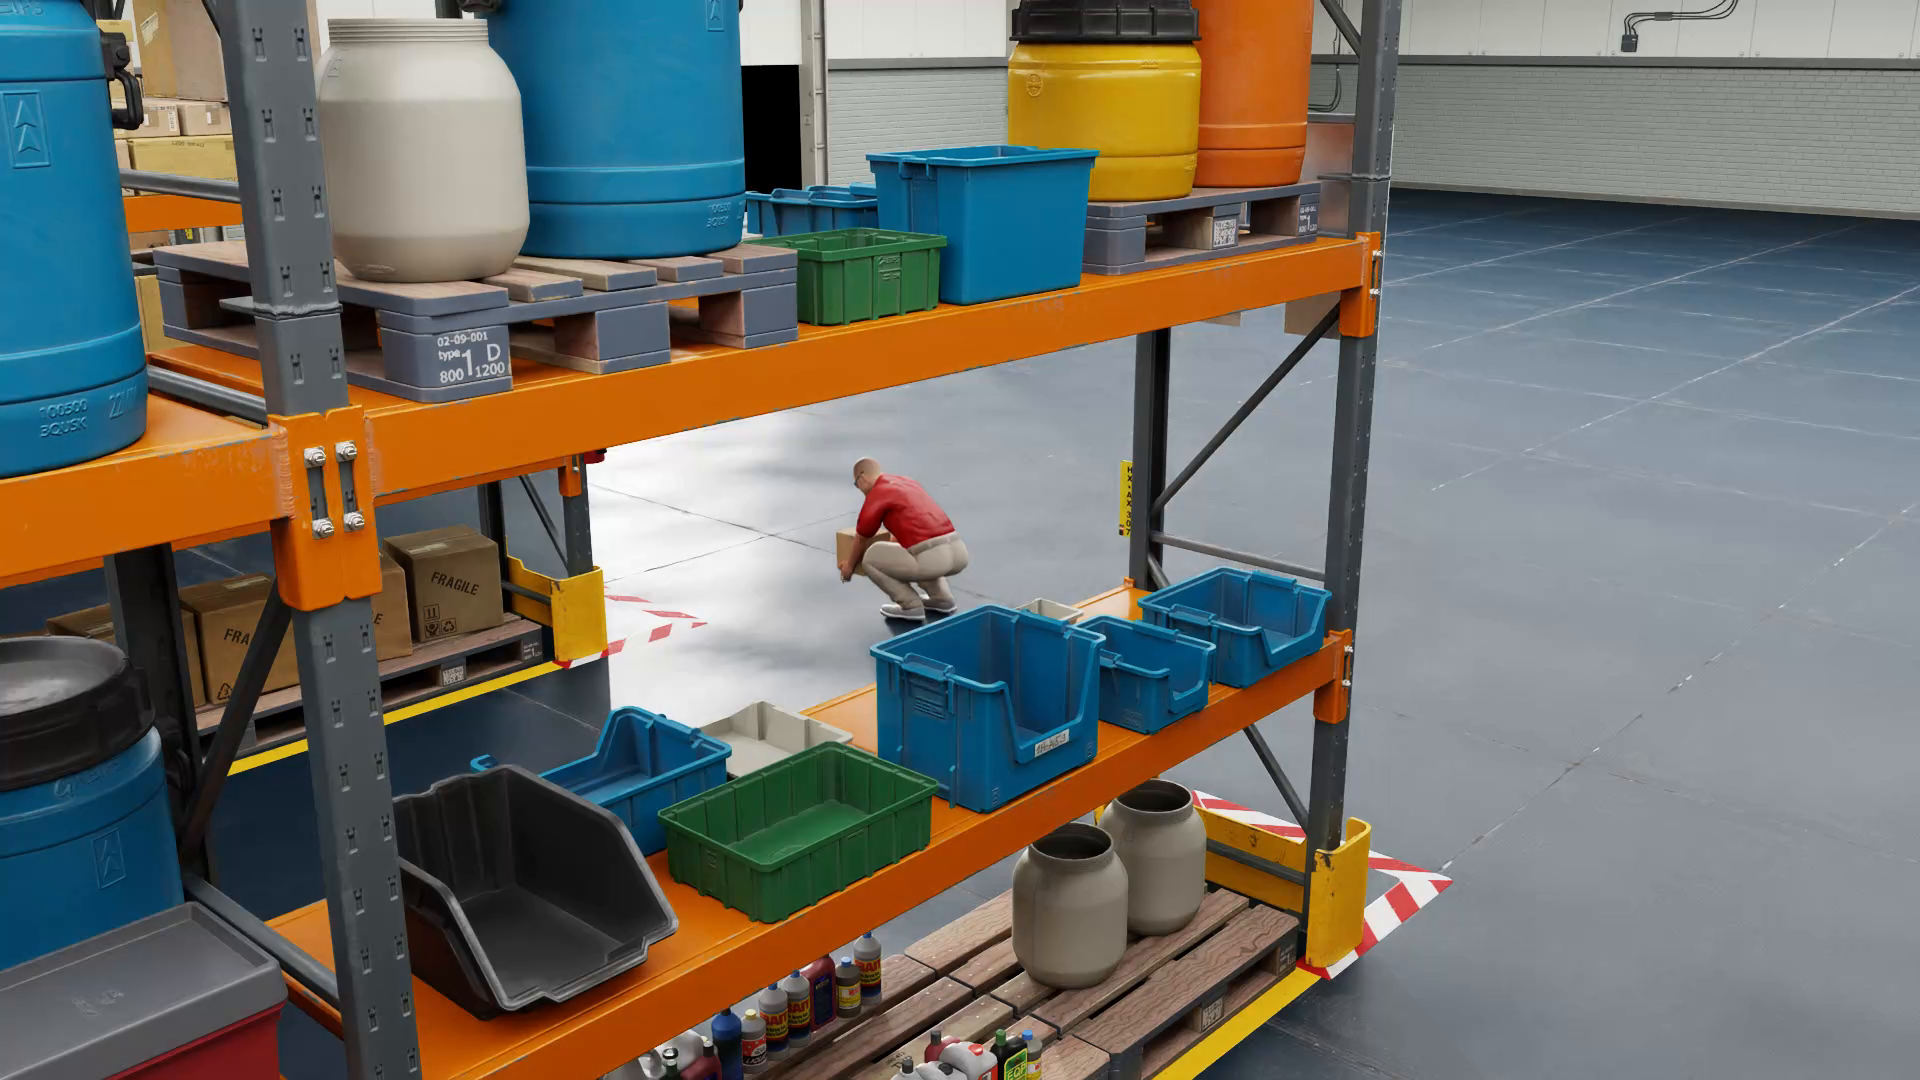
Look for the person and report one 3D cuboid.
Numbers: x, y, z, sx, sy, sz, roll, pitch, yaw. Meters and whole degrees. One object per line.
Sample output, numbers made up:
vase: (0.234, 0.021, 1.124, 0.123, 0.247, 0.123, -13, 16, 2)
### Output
person: (-0.370, -0.020, 10.460, 0.876, 0.980, 0.543, 14, 22, 39)
